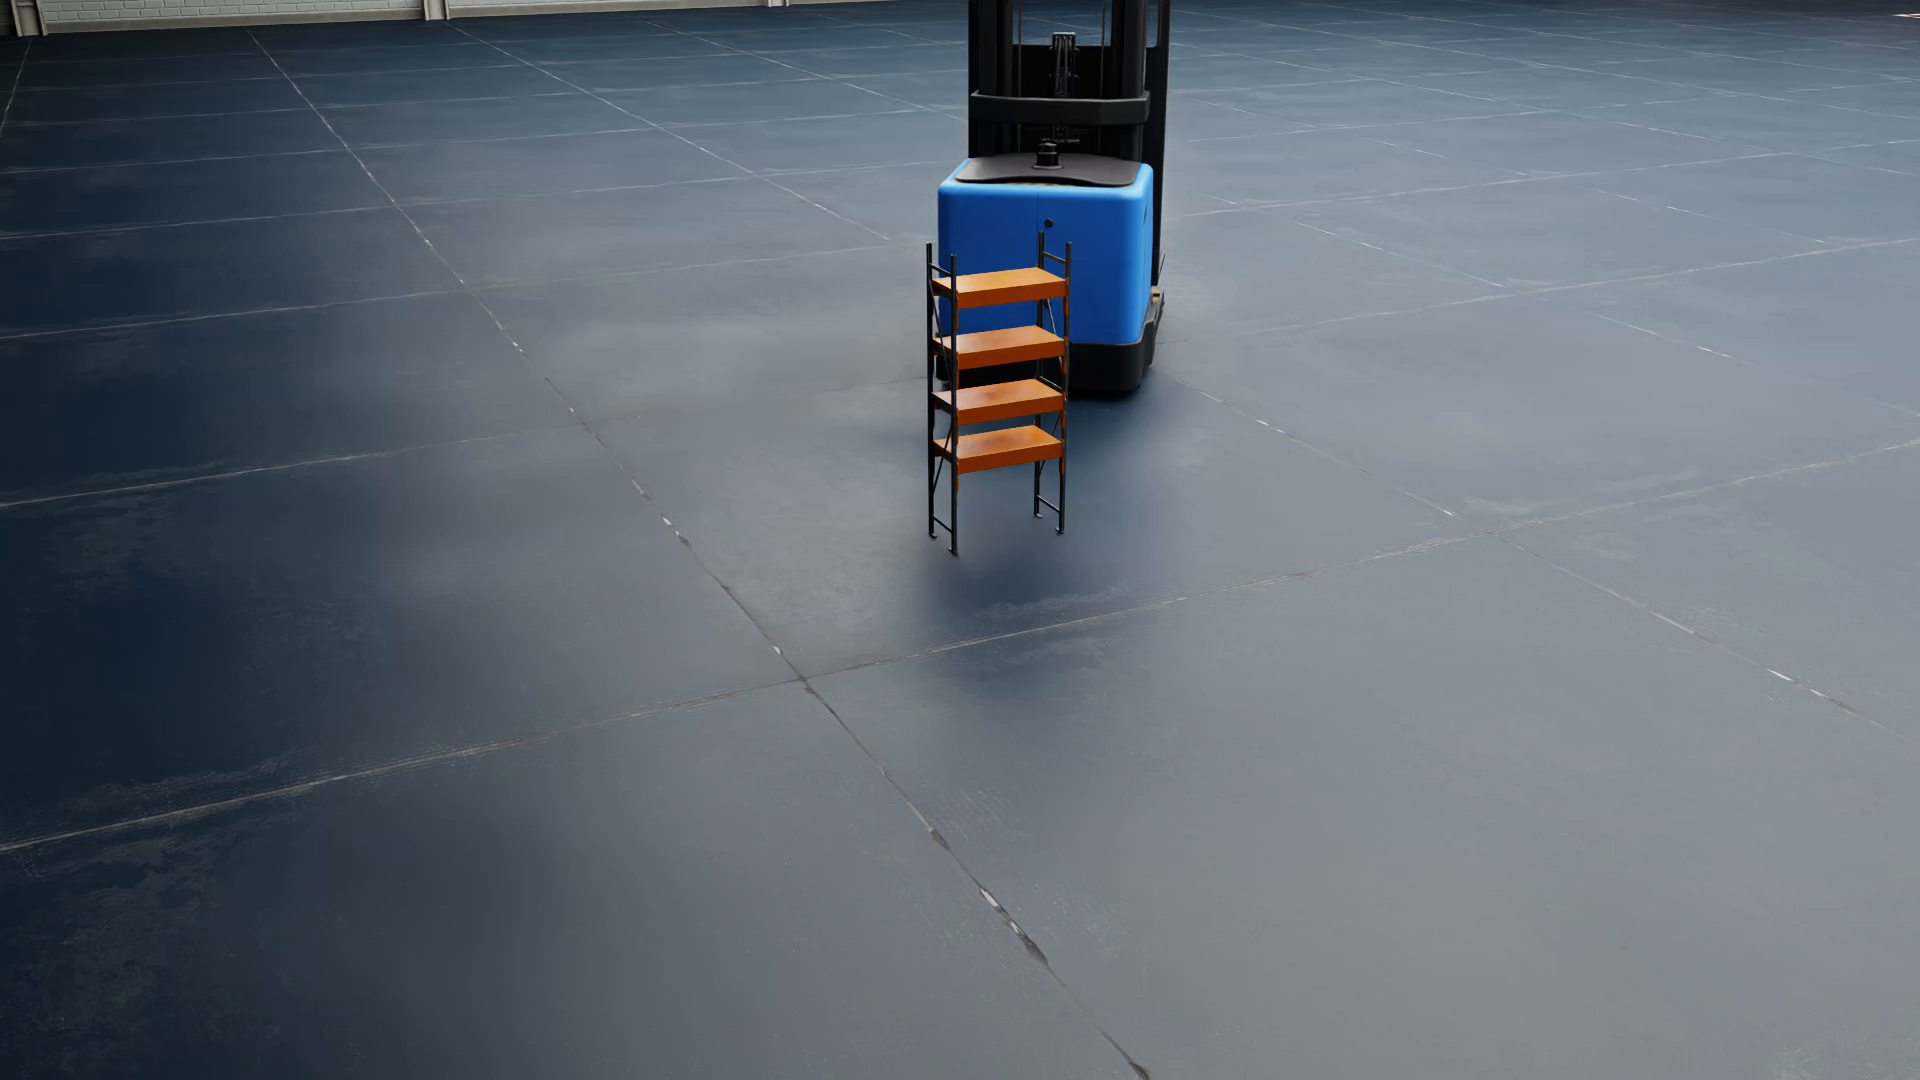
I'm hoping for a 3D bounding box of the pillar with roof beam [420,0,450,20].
[{"bbox_3d":[-6.883,-11.381,22.479,0.400,9.000,9.100,-10,25,-24],"label":"pillar with roof beam"}]

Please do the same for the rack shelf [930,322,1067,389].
[{"bbox_3d":[0.149,-0.726,6.527,0.480,0.148,0.258,-10,25,-24],"label":"rack shelf"}]

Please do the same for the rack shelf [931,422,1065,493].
[{"bbox_3d":[0.149,-0.336,6.689,0.480,0.148,0.258,-10,25,-24],"label":"rack shelf"}]

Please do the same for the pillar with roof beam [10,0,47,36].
[{"bbox_3d":[-12.289,-10.386,20.074,0.400,9.000,9.100,-10,25,-24],"label":"pillar with roof beam"}]

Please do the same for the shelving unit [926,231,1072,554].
[{"bbox_3d":[0.149,-0.582,6.587,0.503,1.200,0.258,-10,25,-24],"label":"shelving unit"}]

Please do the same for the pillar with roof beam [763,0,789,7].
[{"bbox_3d":[-1.476,-12.376,24.883,0.400,9.000,9.100,-10,25,-24],"label":"pillar with roof beam"}]

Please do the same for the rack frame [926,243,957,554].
[{"bbox_3d":[-0.071,-0.541,6.489,0.015,1.200,0.240,-10,25,-24],"label":"rack frame"}]

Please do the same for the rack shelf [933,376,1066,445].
[{"bbox_3d":[0.149,-0.520,6.613,0.480,0.148,0.258,-10,25,-24],"label":"rack shelf"}]

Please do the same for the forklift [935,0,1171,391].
[{"bbox_3d":[0.629,-2.638,9.290,1.130,2.935,3.031,4,23,9],"label":"forklift"}]

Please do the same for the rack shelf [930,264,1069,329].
[{"bbox_3d":[0.149,-0.945,6.437,0.480,0.148,0.258,-10,25,-24],"label":"rack shelf"}]

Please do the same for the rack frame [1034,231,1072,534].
[{"bbox_3d":[0.369,-0.622,6.685,0.015,1.200,0.240,-10,25,-24],"label":"rack frame"}]
